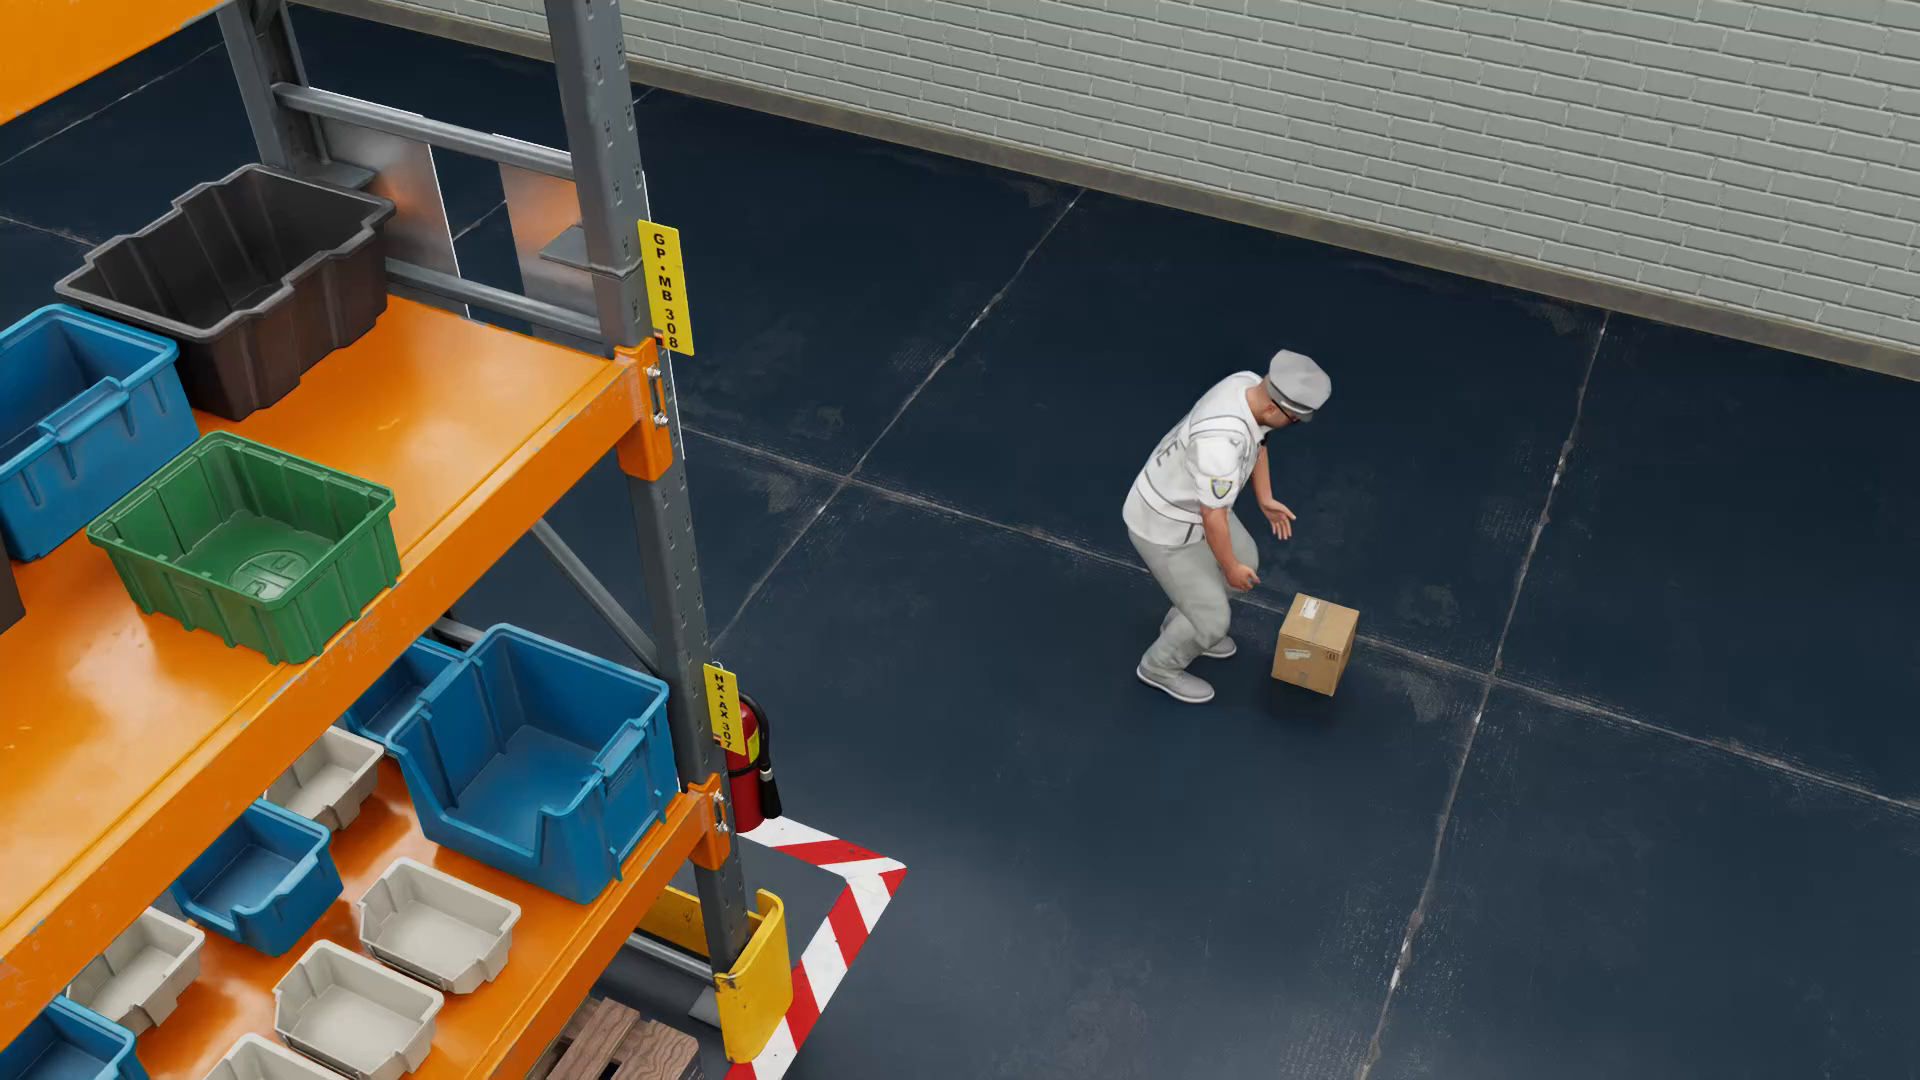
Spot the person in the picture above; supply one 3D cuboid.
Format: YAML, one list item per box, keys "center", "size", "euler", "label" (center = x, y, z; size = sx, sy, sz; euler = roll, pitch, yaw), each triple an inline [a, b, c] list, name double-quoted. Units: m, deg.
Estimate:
- center: [0.986, -0.080, 6.389]
  size: [0.682, 1.572, 0.584]
  euler: [18, 45, 19]
  label: "person"
